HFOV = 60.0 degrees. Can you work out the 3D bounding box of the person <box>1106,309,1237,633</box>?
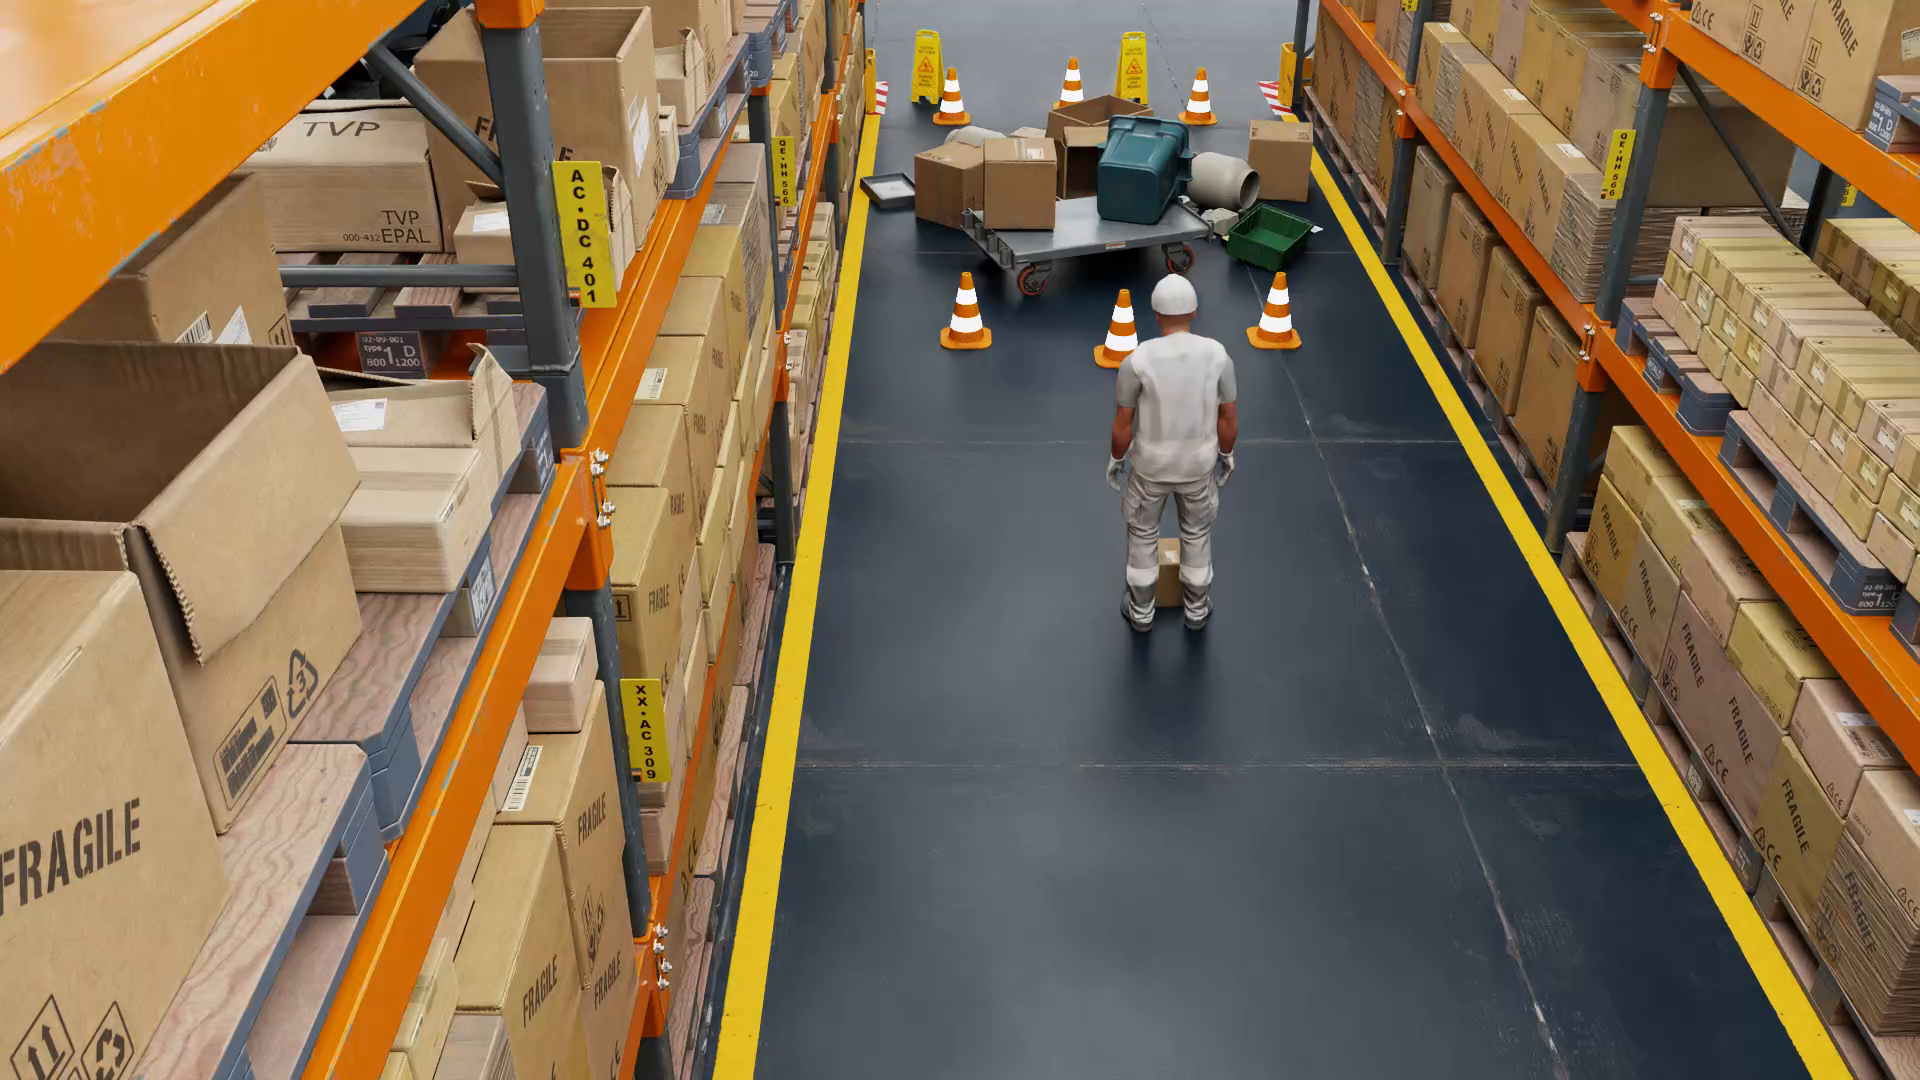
[{"bbox_3d":[13.375,-4.742,14.981,26.189,1.731,16.159,-1,31,-2],"label":"person"}]
